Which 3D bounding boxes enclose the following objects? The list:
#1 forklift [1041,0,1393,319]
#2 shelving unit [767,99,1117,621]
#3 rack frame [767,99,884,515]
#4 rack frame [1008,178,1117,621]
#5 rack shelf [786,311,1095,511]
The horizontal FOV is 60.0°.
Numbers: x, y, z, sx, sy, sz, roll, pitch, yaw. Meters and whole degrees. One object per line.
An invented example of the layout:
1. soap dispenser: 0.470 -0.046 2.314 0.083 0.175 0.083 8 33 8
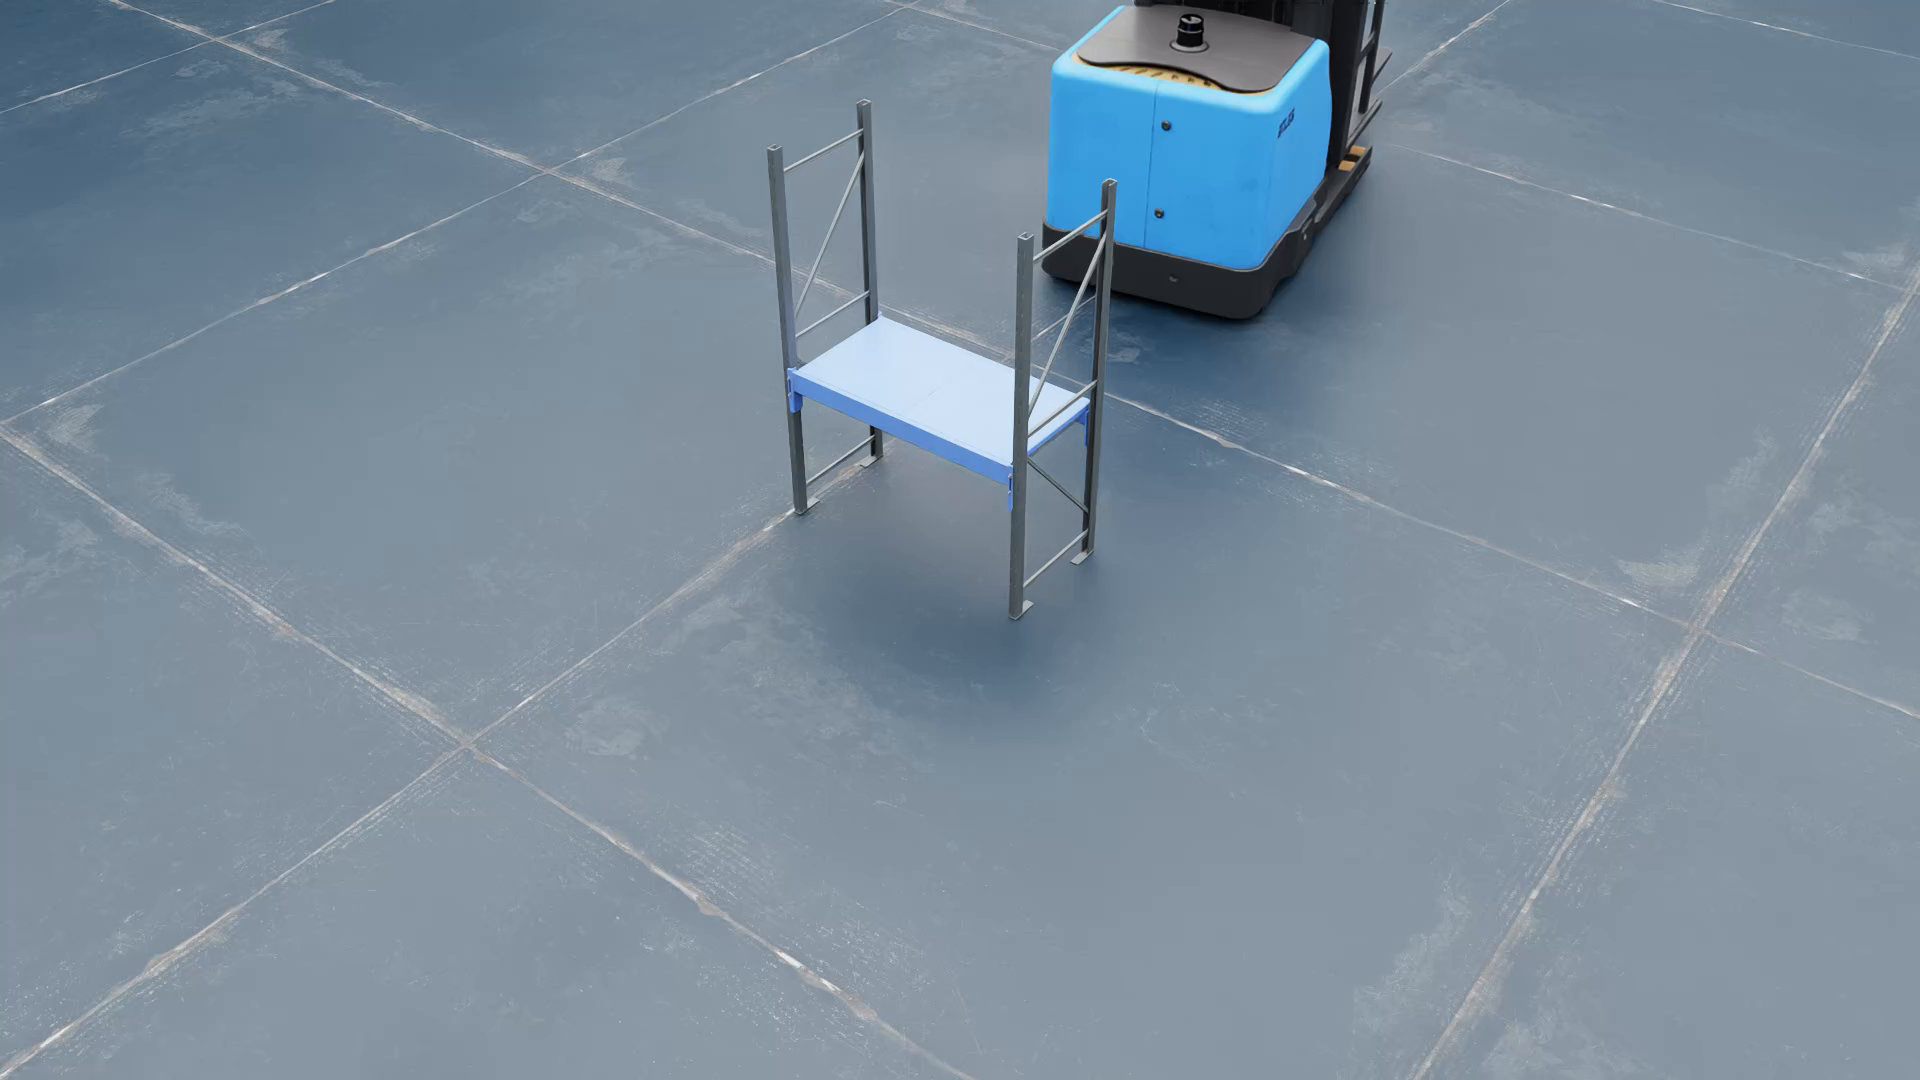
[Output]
1. forklift: 1.487 -3.037 7.751 1.130 2.935 3.031 17 41 20
2. shelving unit: -0.068 -0.622 5.828 1.048 1.500 0.538 25 45 29
3. rack frame: -0.472 -0.813 6.072 0.032 1.500 0.500 25 45 29
4. rack frame: 0.336 -0.432 5.585 0.032 1.500 0.500 25 45 29
5. rack shelf: -0.068 -0.481 5.939 1.000 0.185 0.538 25 45 29
